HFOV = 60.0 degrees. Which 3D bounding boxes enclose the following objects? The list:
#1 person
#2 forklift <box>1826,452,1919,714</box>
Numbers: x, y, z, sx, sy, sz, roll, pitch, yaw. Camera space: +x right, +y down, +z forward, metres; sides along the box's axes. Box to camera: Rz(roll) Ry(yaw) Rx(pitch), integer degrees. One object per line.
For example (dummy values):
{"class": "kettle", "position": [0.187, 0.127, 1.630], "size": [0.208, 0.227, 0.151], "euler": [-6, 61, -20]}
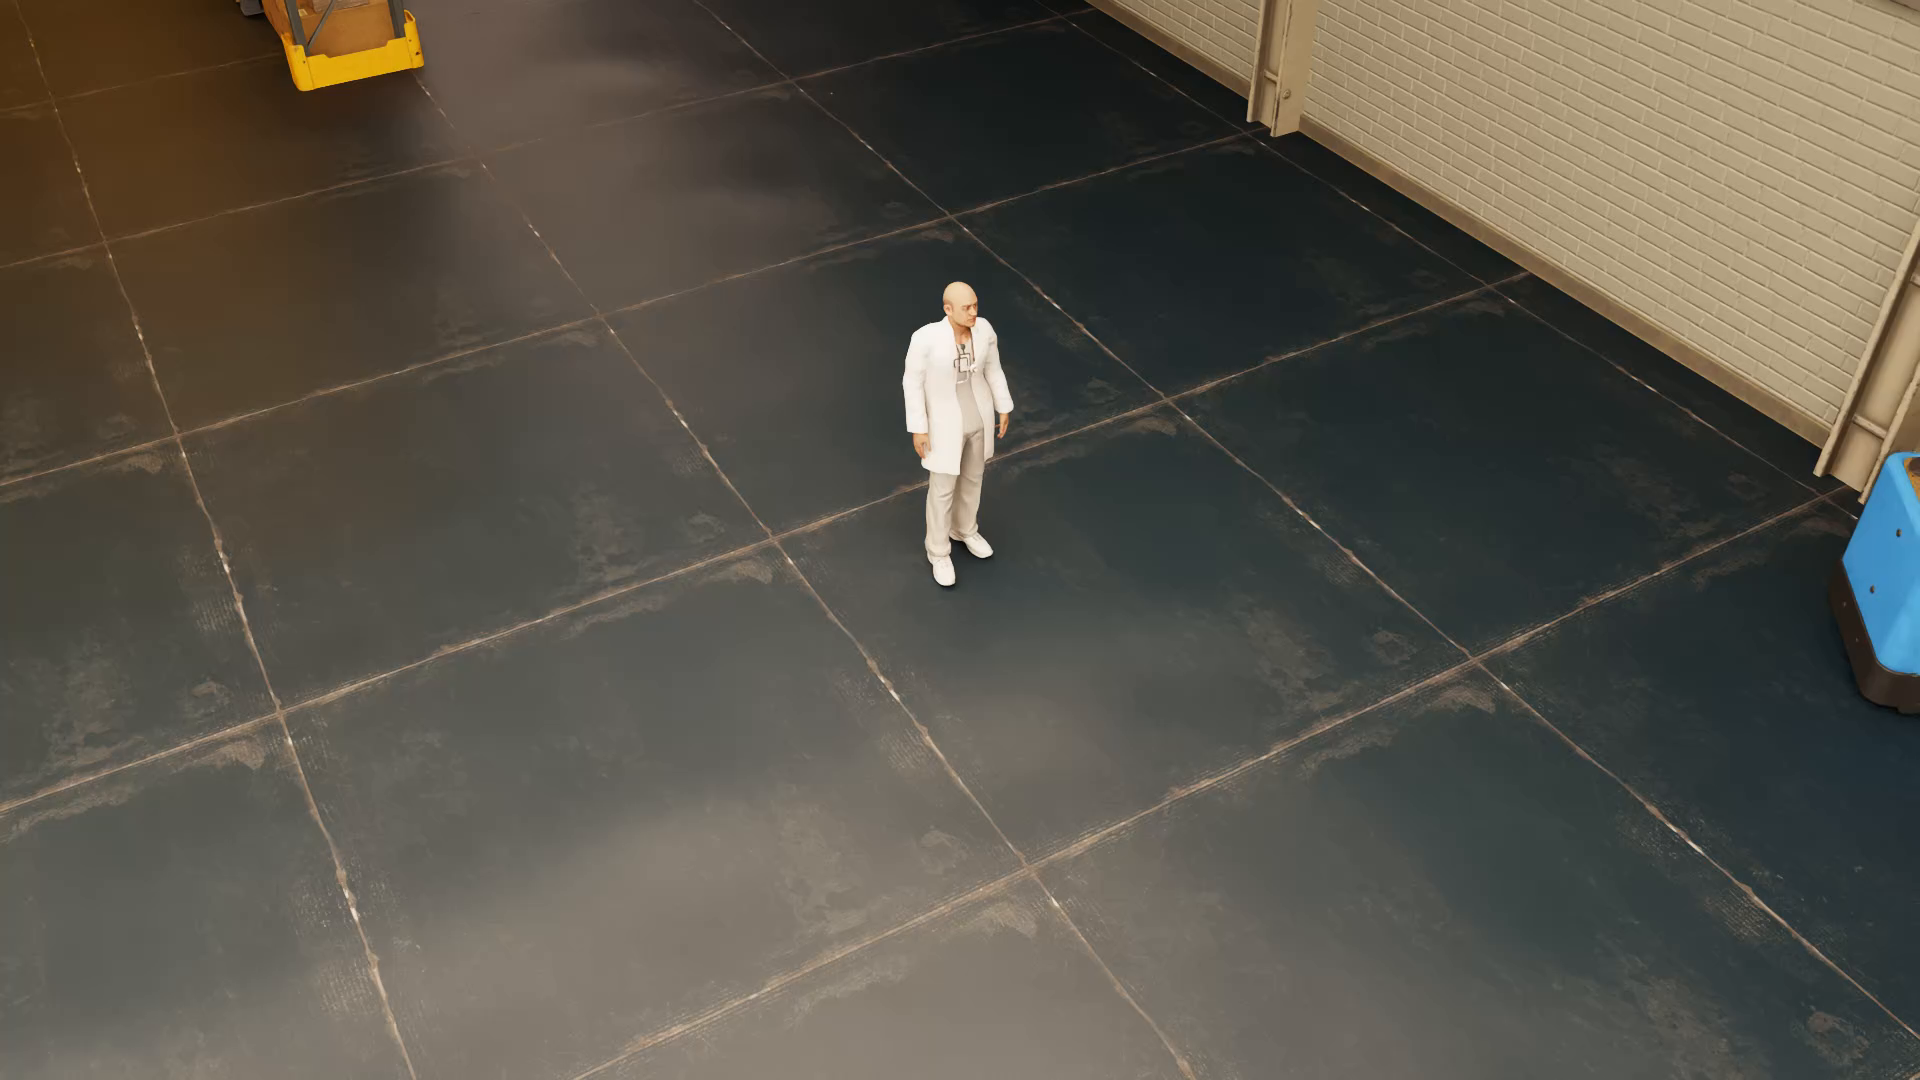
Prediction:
{"class": "person", "position": [0.041, -0.639, 9.698], "size": [0.696, 1.776, 0.581], "euler": [-20, 44, -23]}
{"class": "forklift", "position": [6.552, -0.336, 8.441], "size": [3.031, 2.935, 1.130], "euler": [6, 40, 8]}
